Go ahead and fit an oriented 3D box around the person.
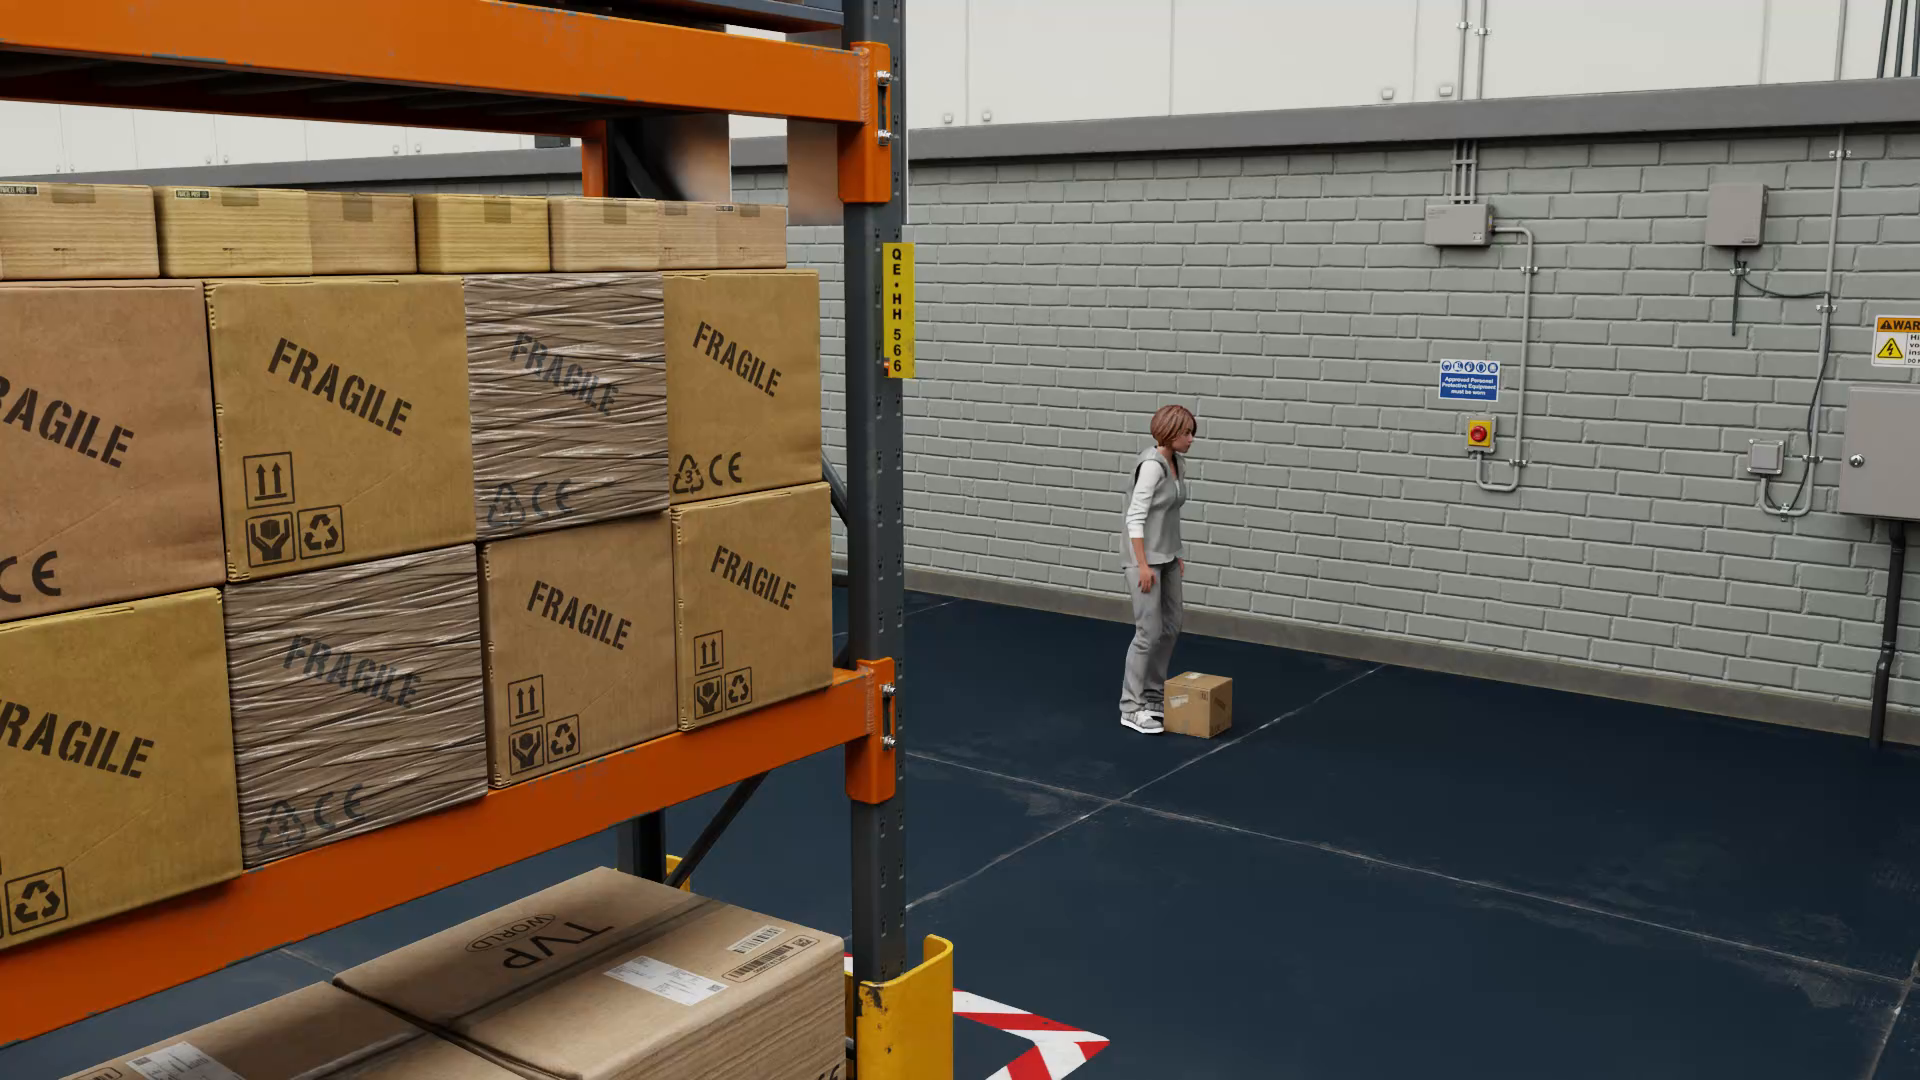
[{"bbox_3d":[0.972,0.126,8.225,0.347,1.592,0.484,6,12,32],"label":"person"}]
